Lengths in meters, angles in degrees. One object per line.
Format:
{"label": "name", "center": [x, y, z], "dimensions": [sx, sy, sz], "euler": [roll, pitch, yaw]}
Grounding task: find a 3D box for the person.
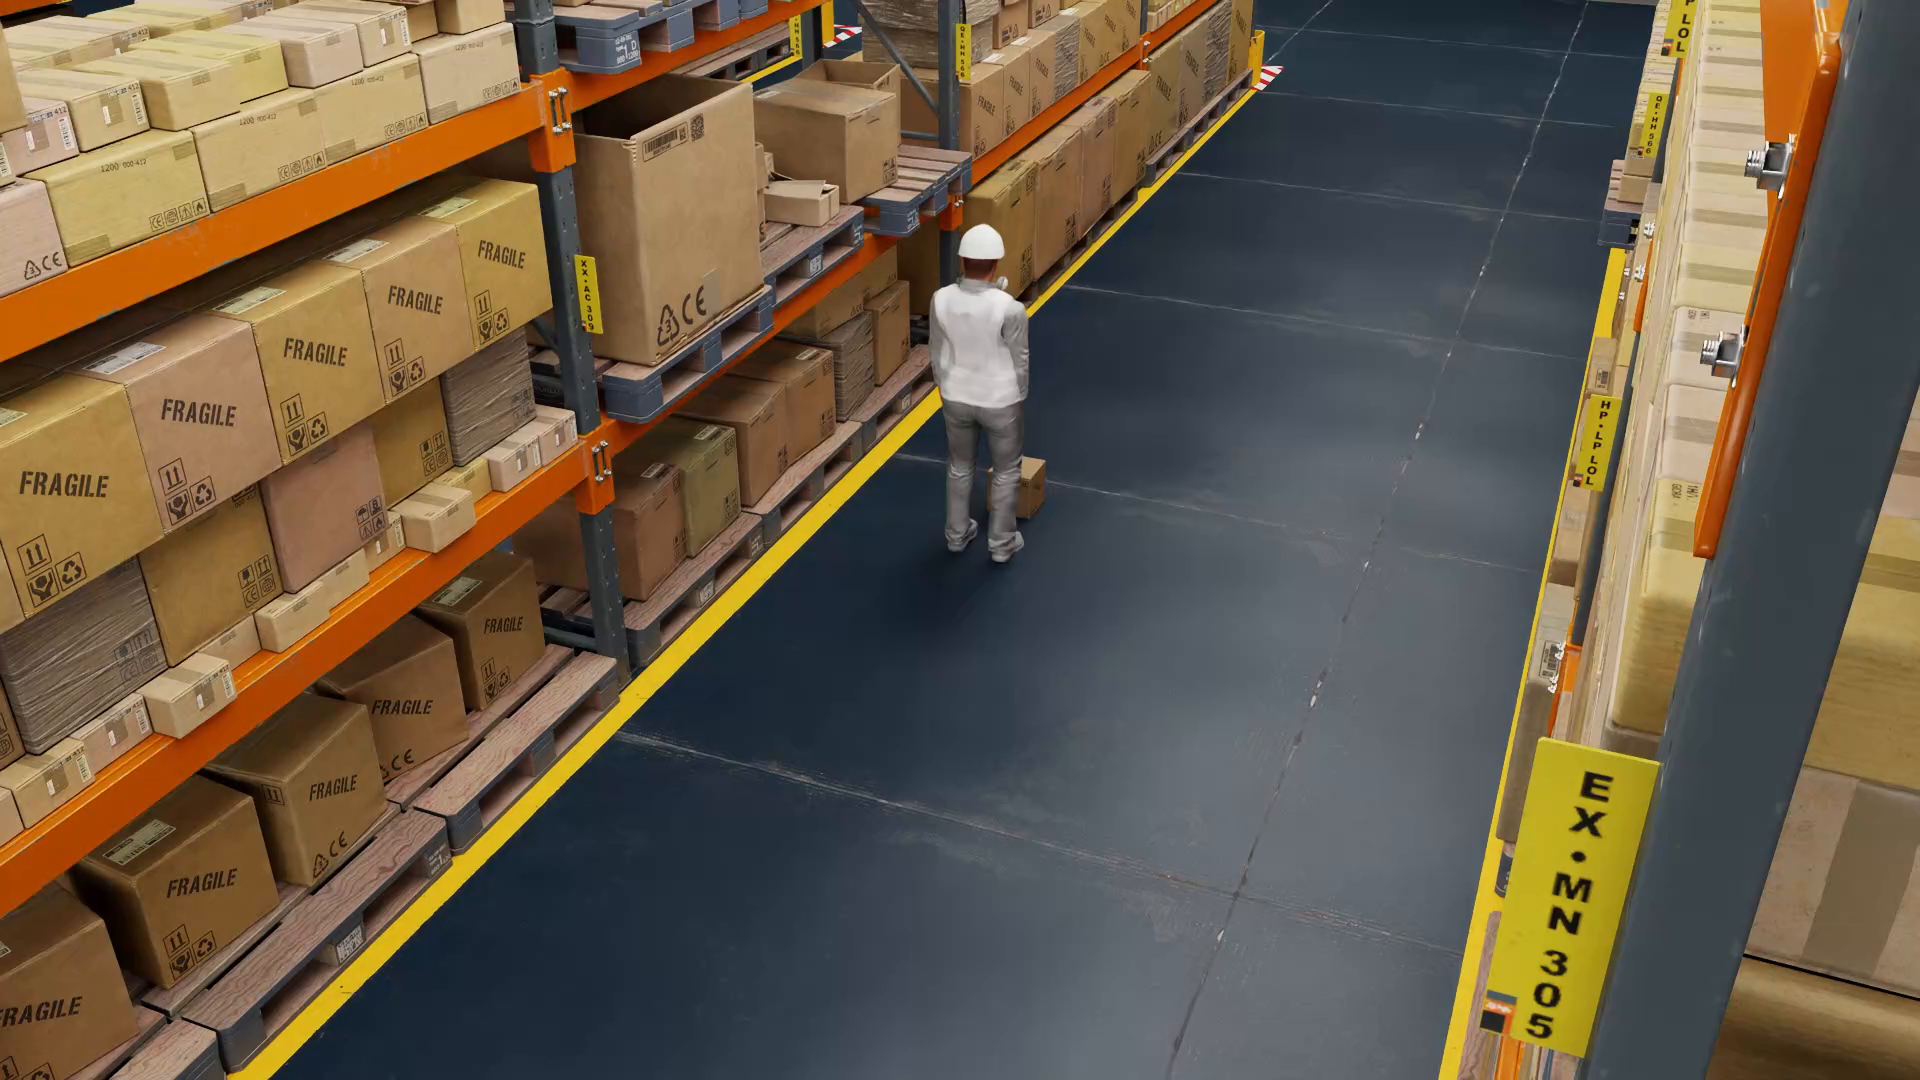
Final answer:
{"label": "person", "center": [-3.053, -3.009, 8.334], "dimensions": [7.067, 5.817, 11.428], "euler": [12, 32, 20]}
